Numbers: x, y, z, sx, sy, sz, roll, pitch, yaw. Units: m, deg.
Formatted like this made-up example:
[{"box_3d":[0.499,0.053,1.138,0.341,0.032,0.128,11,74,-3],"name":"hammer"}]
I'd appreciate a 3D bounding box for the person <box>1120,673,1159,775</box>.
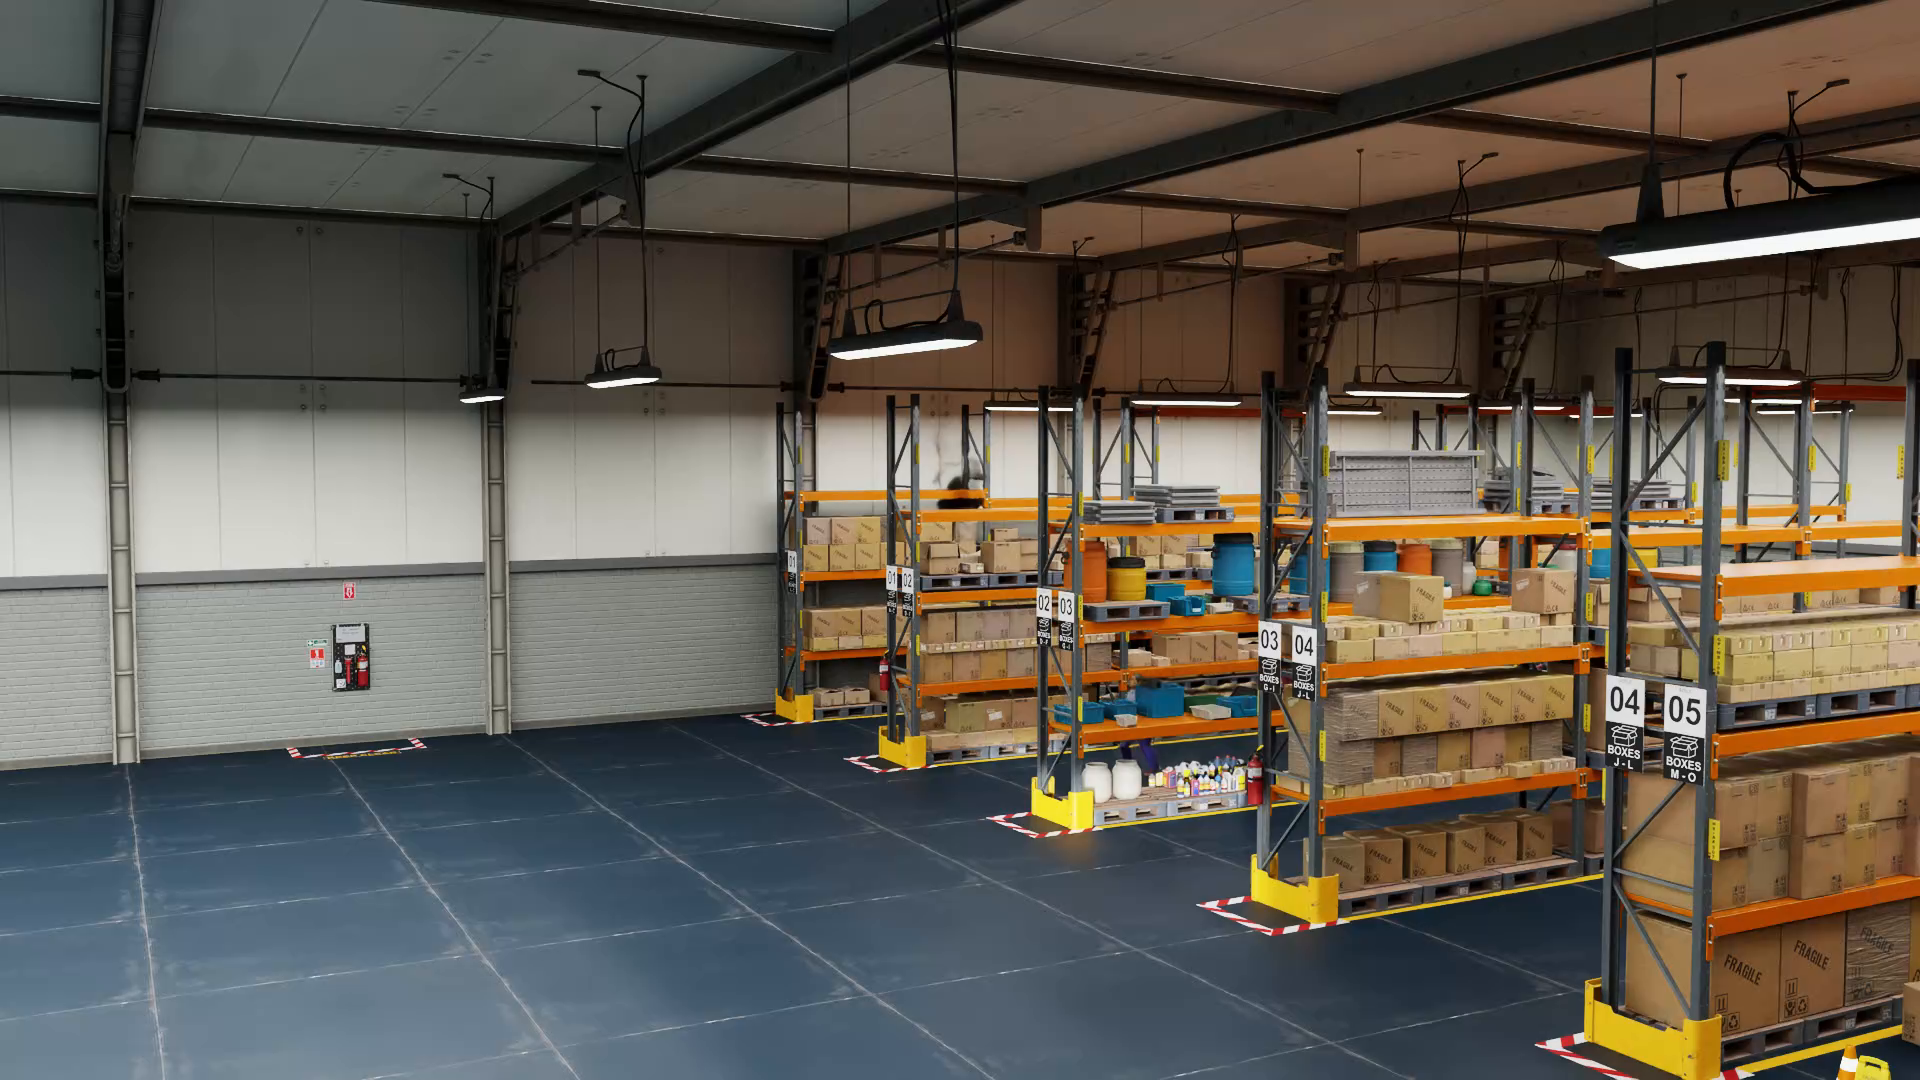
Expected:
[{"box_3d":[2.783,2.913,25.686,0.740,1.713,0.574,-2,4,-33],"name":"person"}]
